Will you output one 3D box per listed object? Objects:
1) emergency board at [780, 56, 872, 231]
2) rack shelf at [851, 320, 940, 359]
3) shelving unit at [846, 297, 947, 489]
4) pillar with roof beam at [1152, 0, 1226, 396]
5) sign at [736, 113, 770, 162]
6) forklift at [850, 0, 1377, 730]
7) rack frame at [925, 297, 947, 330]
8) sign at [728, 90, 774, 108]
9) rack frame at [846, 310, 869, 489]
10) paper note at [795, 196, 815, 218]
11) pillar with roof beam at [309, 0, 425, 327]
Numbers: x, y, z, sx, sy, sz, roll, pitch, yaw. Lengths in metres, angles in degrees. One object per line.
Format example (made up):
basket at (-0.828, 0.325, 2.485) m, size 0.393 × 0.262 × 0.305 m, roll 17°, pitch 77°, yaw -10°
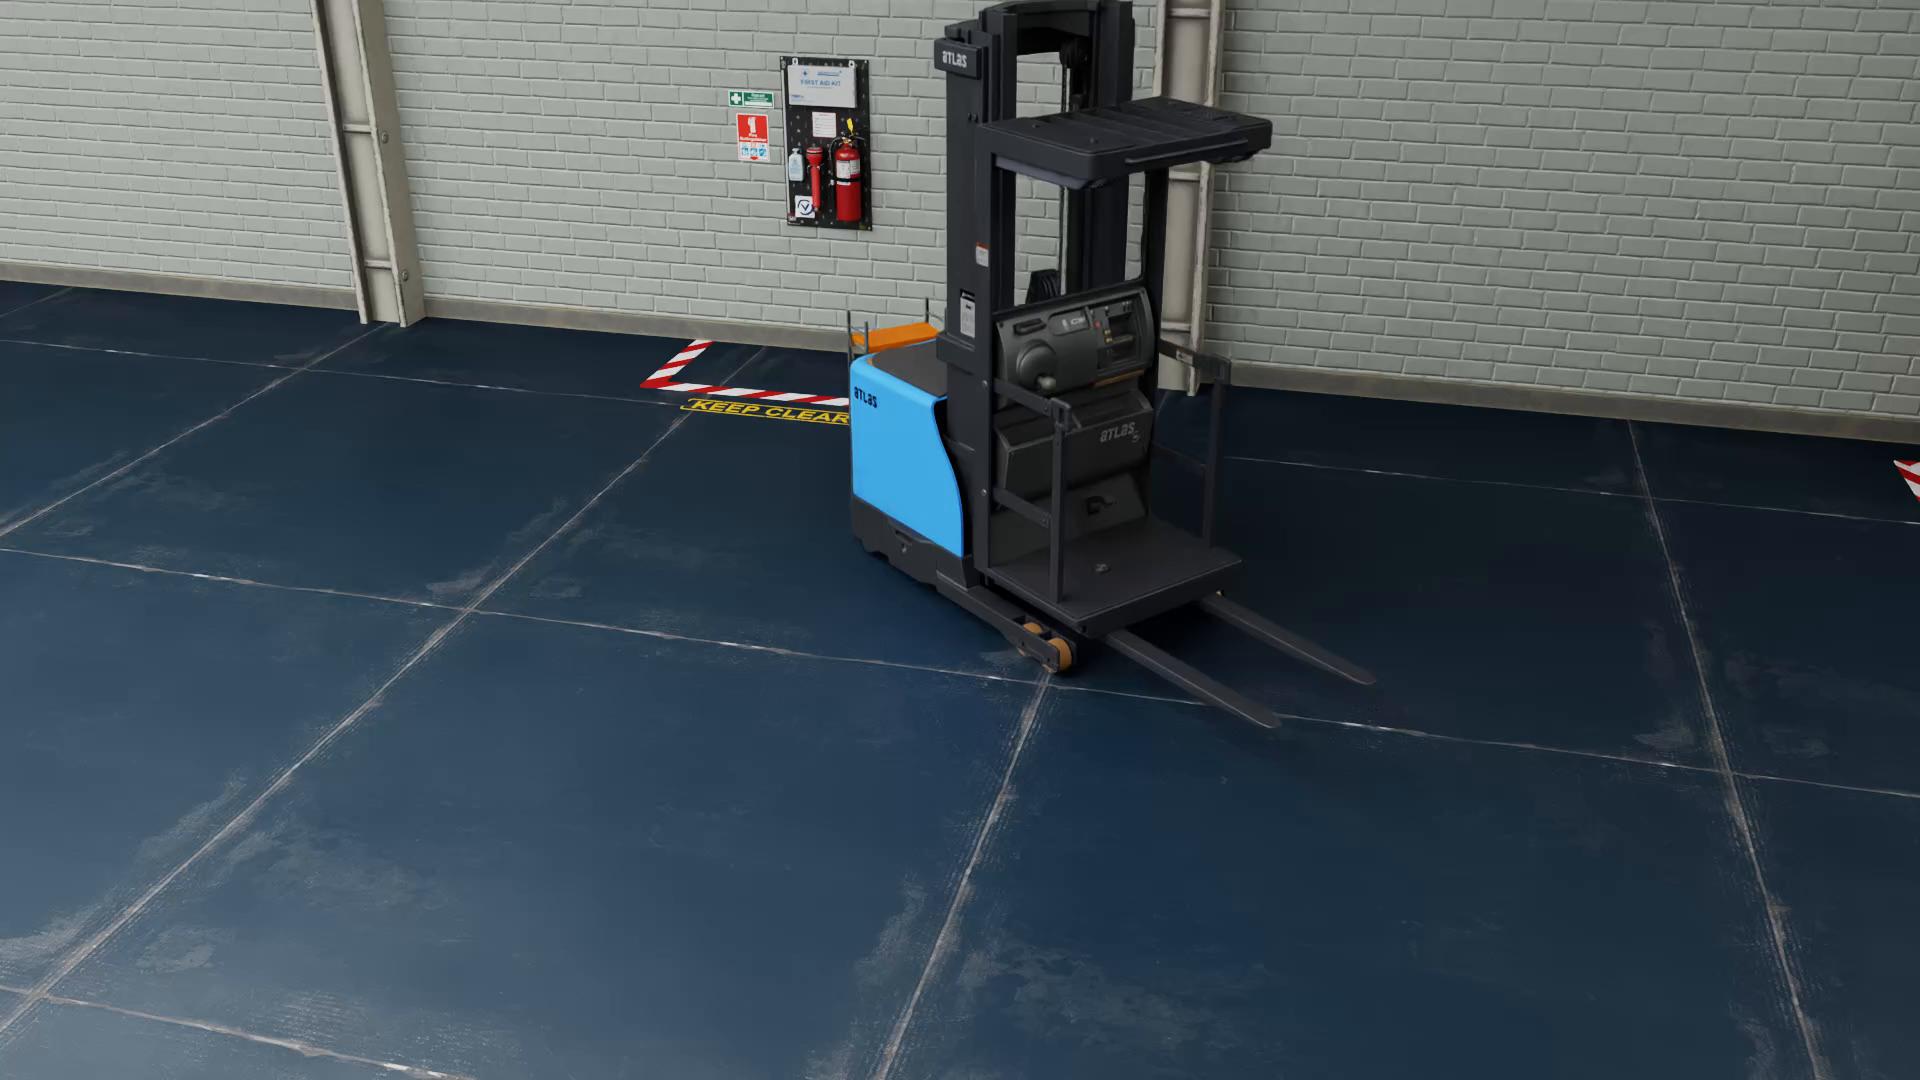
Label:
emergency board at (-0.938, -2.697, 11.426) m, size 0.643 × 1.169 × 0.194 m, roll 6°, pitch 26°, yaw 13°
rack shelf at (-0.345, -1.079, 9.206) m, size 0.480 × 0.148 × 0.258 m, roll -14°, pitch 29°, yaw -26°
shelving unit at (-0.345, -0.724, 9.375) m, size 0.503 × 1.200 × 0.258 m, roll -14°, pitch 29°, yaw -26°
pillar with roof beam at (0.373, -3.333, 5.783) m, size 0.400 × 9.000 × 9.100 m, roll 6°, pitch 26°, yaw 13°
sign at (-1.448, -2.815, 11.633) m, size 0.234 × 0.329 × 0.001 m, roll 6°, pitch 26°, yaw 13°
forklift at (0.686, -0.928, 7.790) m, size 1.130 × 2.935 × 3.031 m, roll -18°, pitch 31°, yaw -33°
rack frame at (-0.132, -0.775, 9.483) m, size 0.015 × 1.200 × 0.240 m, roll -14°, pitch 29°, yaw -26°
sign at (-1.446, -3.051, 11.510) m, size 0.331 × 0.109 × 0.001 m, roll 6°, pitch 26°, yaw 13°
rack frame at (-0.557, -0.672, 9.267) m, size 0.015 × 1.200 × 0.240 m, roll -14°, pitch 29°, yaw -26°
paper note at (-1.093, -2.347, 11.715) m, size 0.142 × 0.148 × 0.016 m, roll 6°, pitch 26°, yaw 13°
pillar with roof beam at (-5.438, -3.976, 7.132) m, size 0.400 × 9.000 × 9.100 m, roll 6°, pitch 26°, yaw 13°
